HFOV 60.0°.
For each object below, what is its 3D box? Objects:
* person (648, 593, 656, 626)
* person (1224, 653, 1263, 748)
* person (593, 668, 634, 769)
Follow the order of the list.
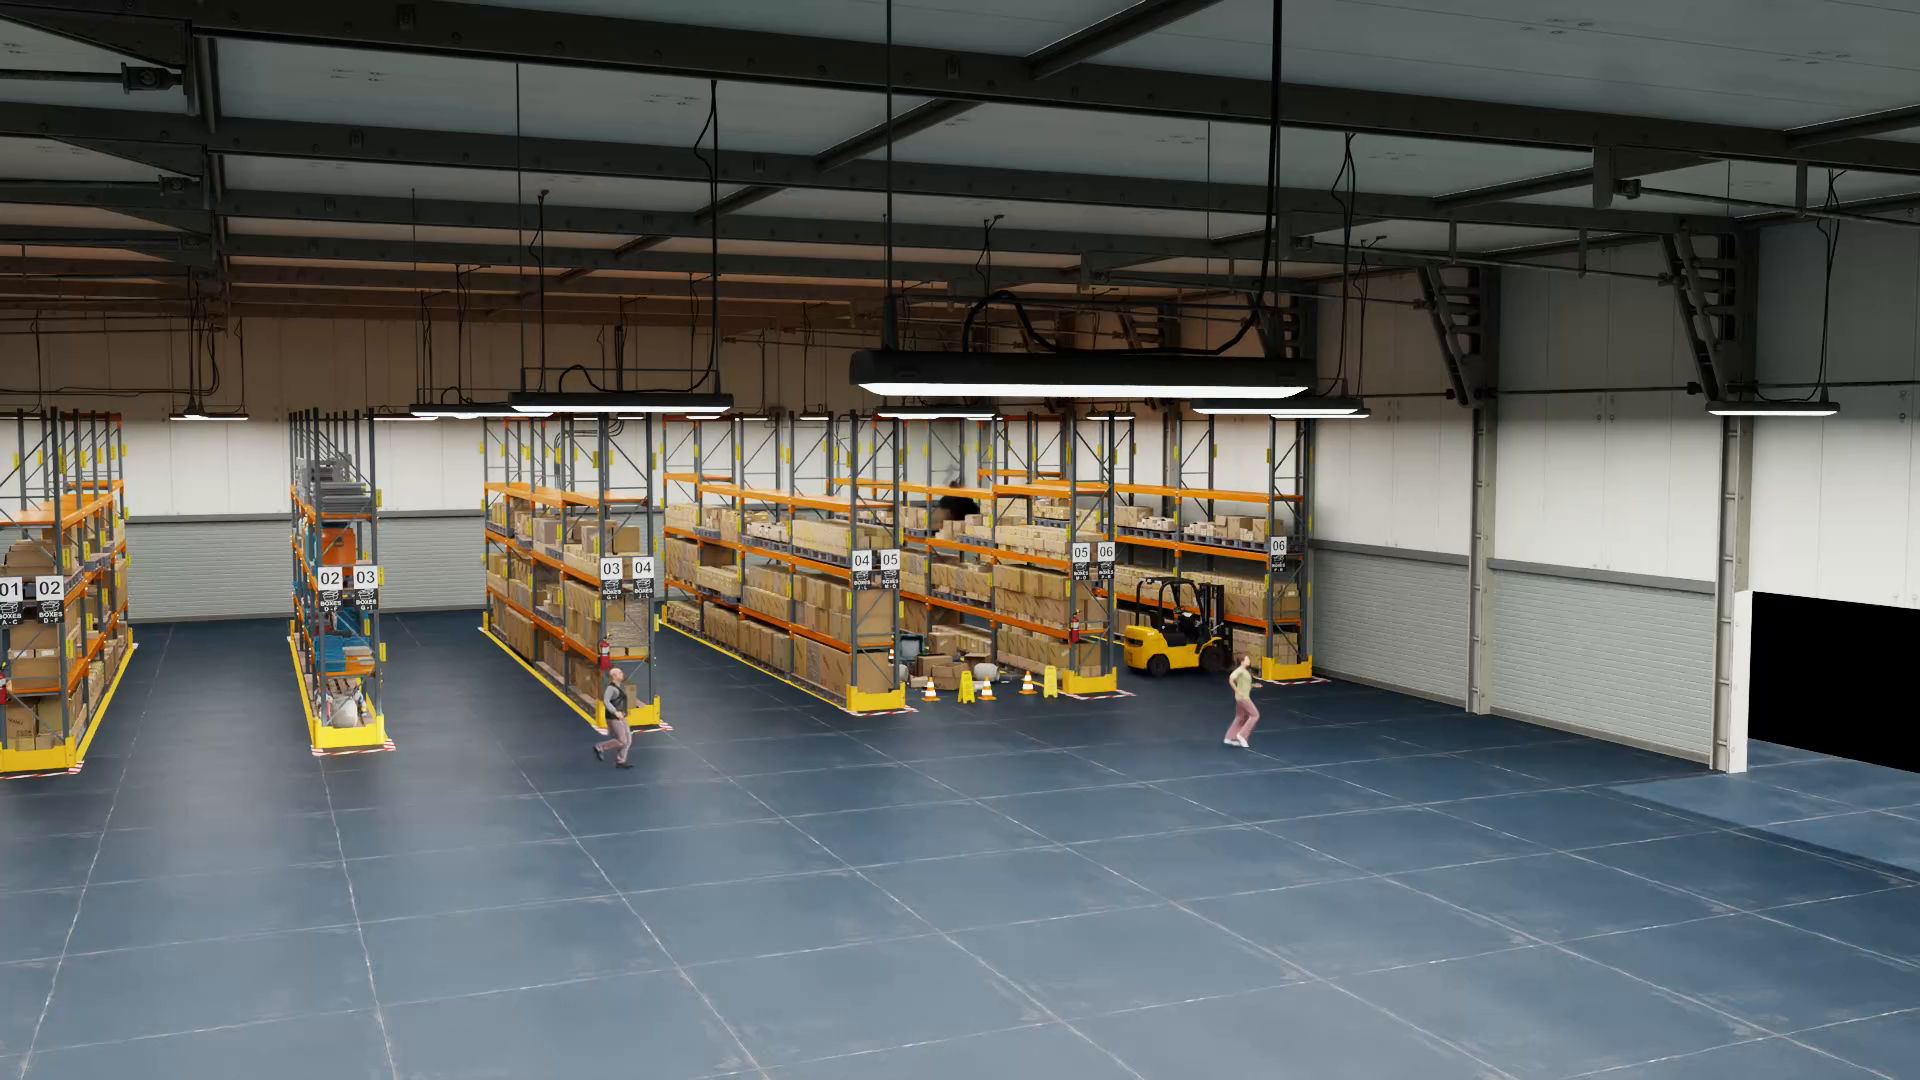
[{"bbox_3d":[-8.469,1.802,44.564,0.647,1.602,0.590,-2,4,-22],"label":"person"},{"bbox_3d":[5.005,2.845,29.399,0.667,1.652,0.554,1,4,13],"label":"person"},{"bbox_3d":[-5.755,2.962,27.613,0.661,1.684,0.658,0,4,3],"label":"person"}]
